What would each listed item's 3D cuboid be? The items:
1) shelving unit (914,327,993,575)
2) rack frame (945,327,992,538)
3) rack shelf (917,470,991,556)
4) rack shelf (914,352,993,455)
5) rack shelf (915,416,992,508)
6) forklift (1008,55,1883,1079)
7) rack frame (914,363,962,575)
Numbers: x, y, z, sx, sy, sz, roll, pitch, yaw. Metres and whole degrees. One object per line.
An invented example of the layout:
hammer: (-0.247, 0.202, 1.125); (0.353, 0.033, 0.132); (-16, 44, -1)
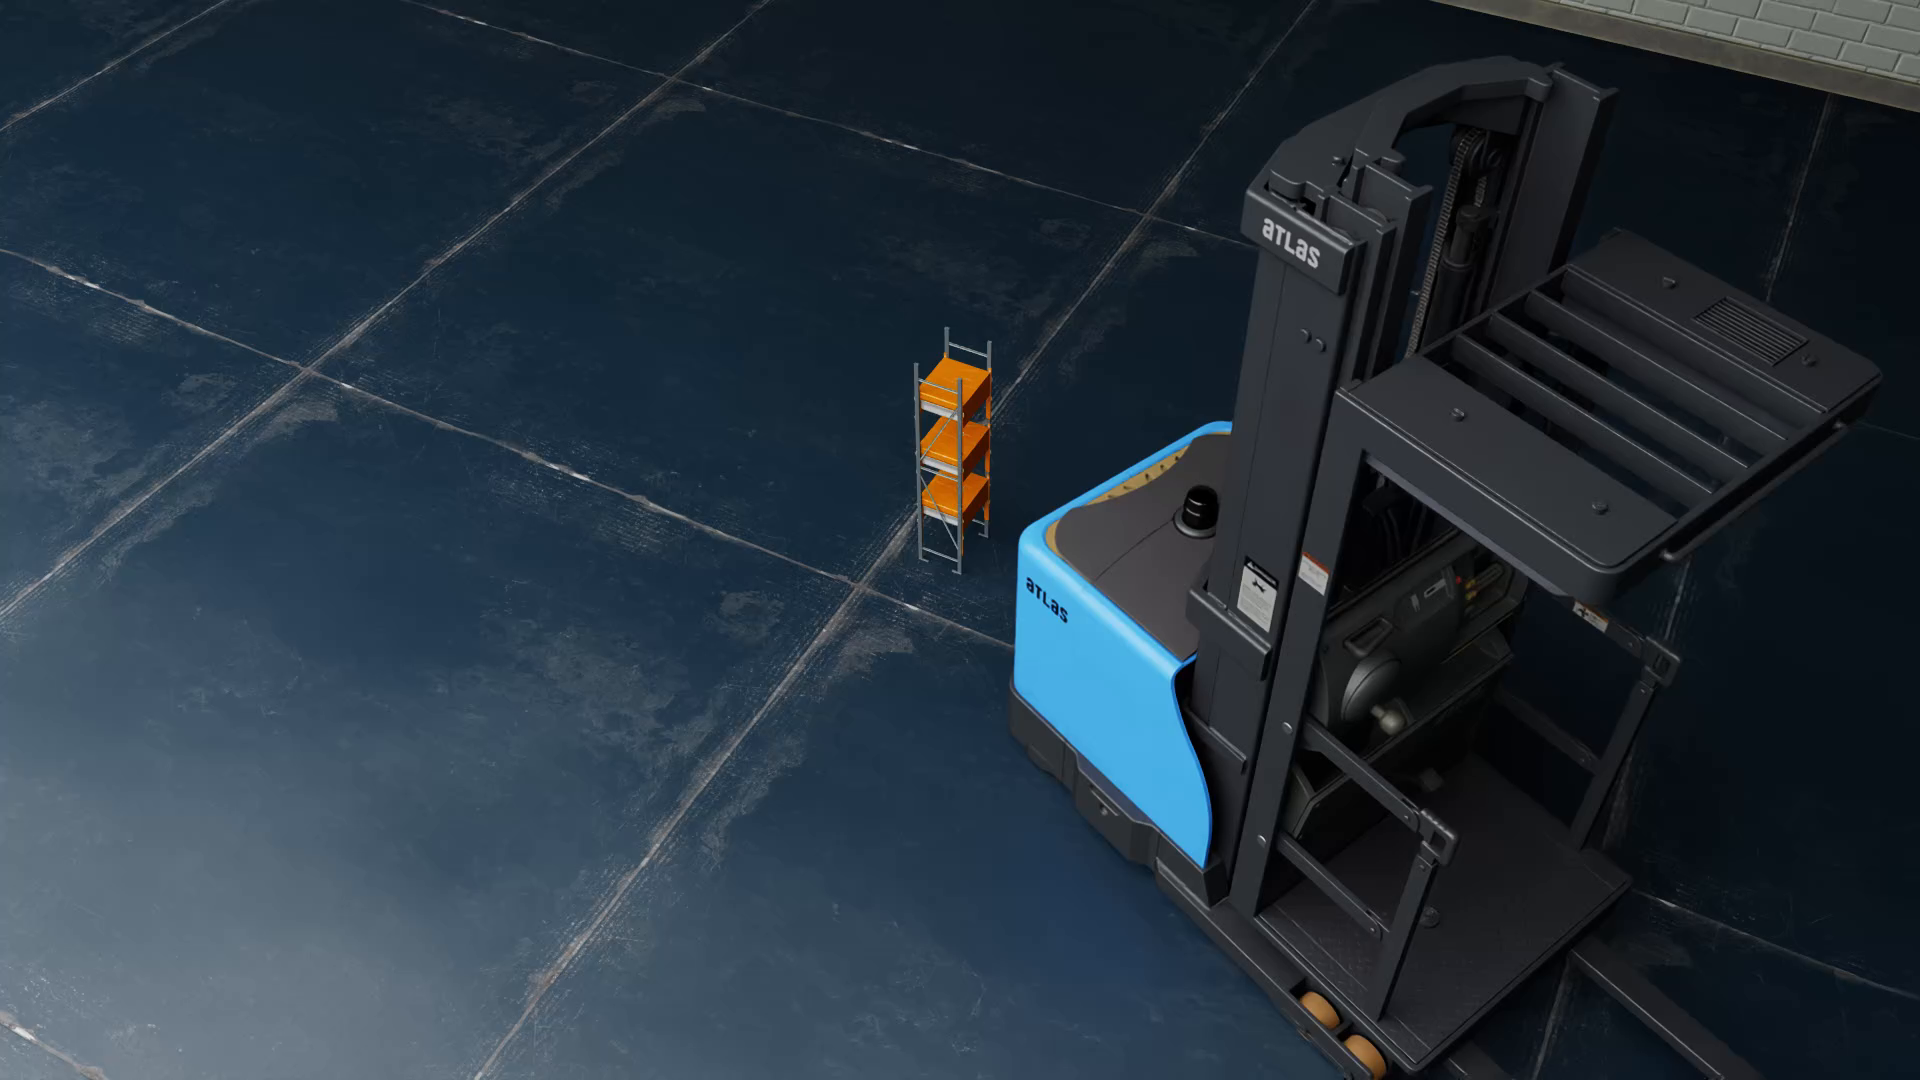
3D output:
shelving unit: (-0.025, -0.335, 6.623); (0.215, 1.050, 0.252); (20, 49, 19)
rack frame: (0.032, -0.412, 6.699); (0.200, 1.050, 0.008); (20, 49, 19)
rack shelf: (-0.025, -0.133, 6.828); (0.215, 0.259, 0.240); (20, 49, 19)
rack shelf: (-0.025, -0.527, 6.429); (0.215, 0.259, 0.240); (20, 49, 19)
rack shelf: (-0.025, -0.328, 6.631); (0.215, 0.259, 0.240); (20, 49, 19)
forklift: (1.488, 0.306, 4.666); (1.130, 2.935, 3.031); (-29, 52, -26)
rack frame: (-0.081, -0.258, 6.547); (0.200, 1.050, 0.008); (20, 49, 19)
